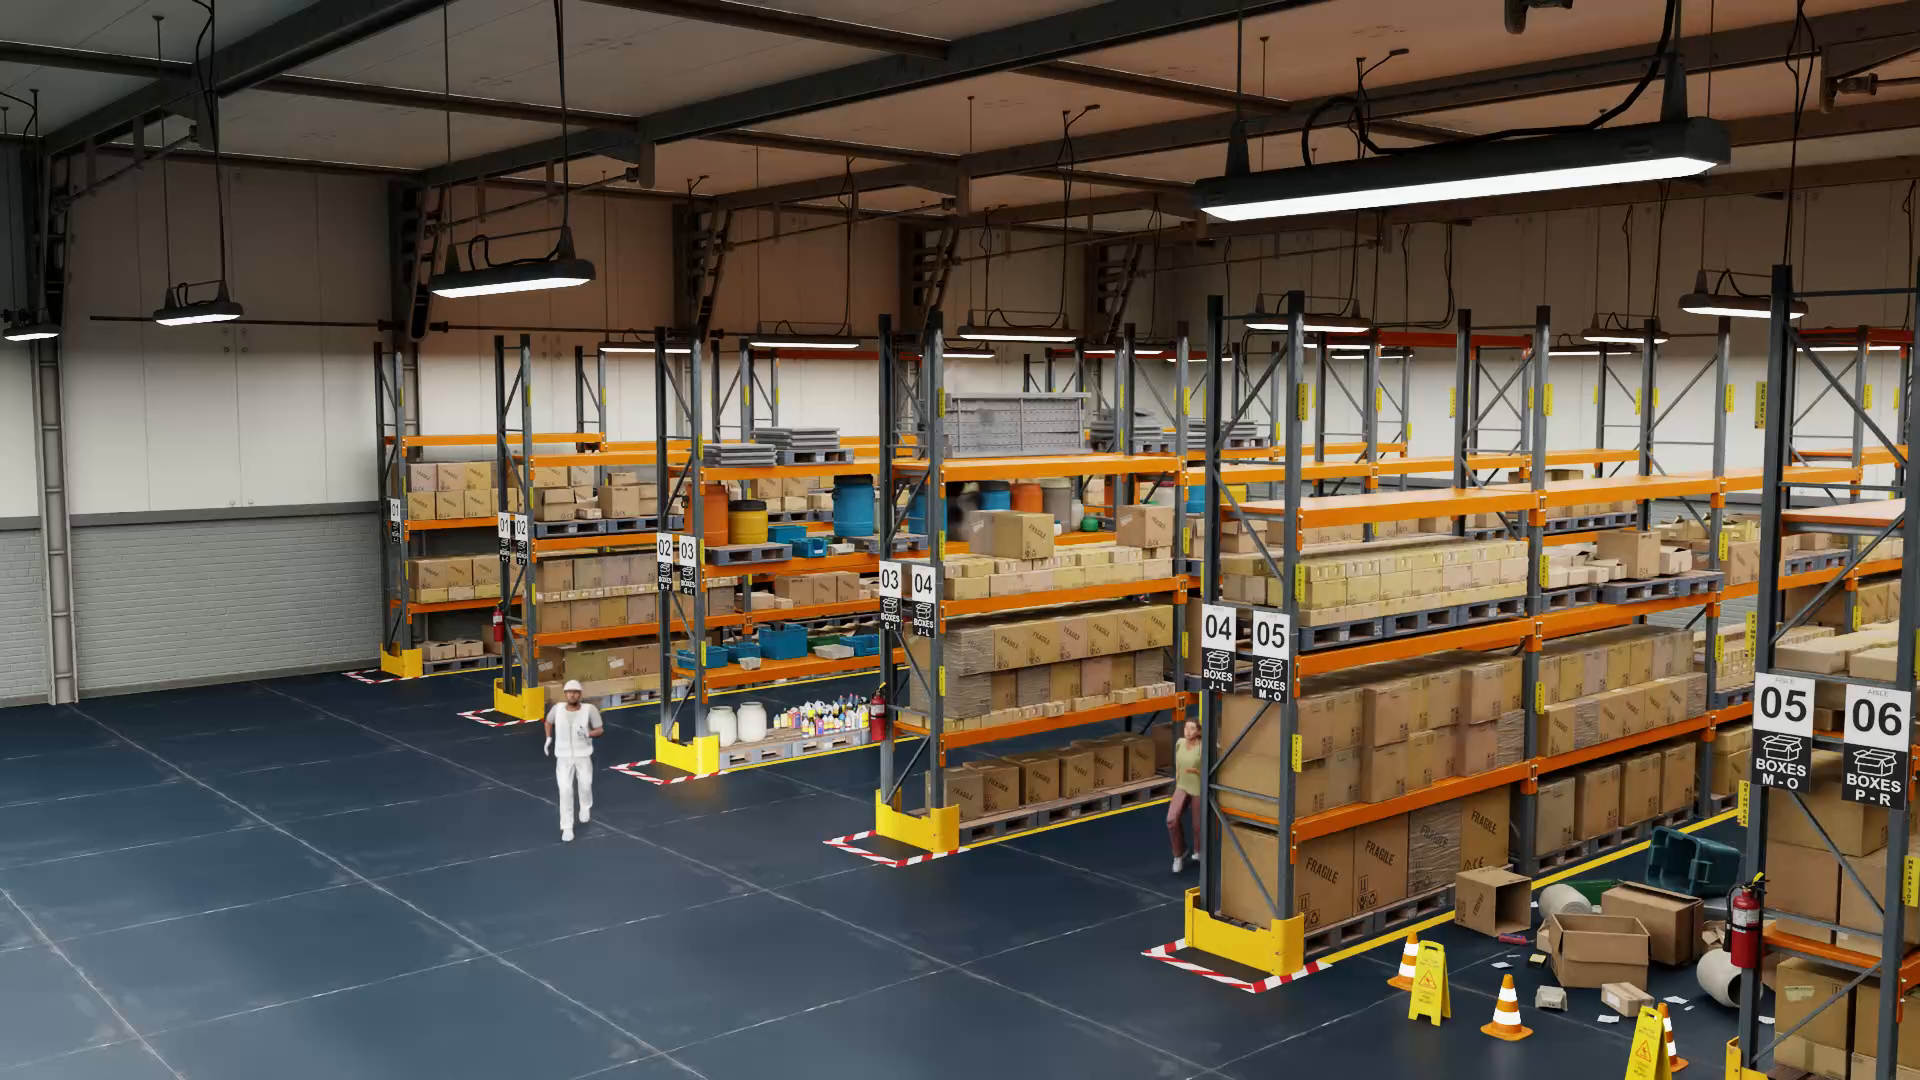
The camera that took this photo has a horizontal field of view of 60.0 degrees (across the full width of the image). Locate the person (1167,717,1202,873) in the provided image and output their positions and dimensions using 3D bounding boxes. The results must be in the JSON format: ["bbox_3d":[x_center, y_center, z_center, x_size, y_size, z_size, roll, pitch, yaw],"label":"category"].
[{"bbox_3d":[2.521,2.718,17.863,0.561,1.686,0.751,3,6,28],"label":"person"}]

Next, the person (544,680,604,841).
[{"bbox_3d":[-4.463,2.497,19.238,0.685,1.768,1.001,-1,5,-9],"label":"person"}]
